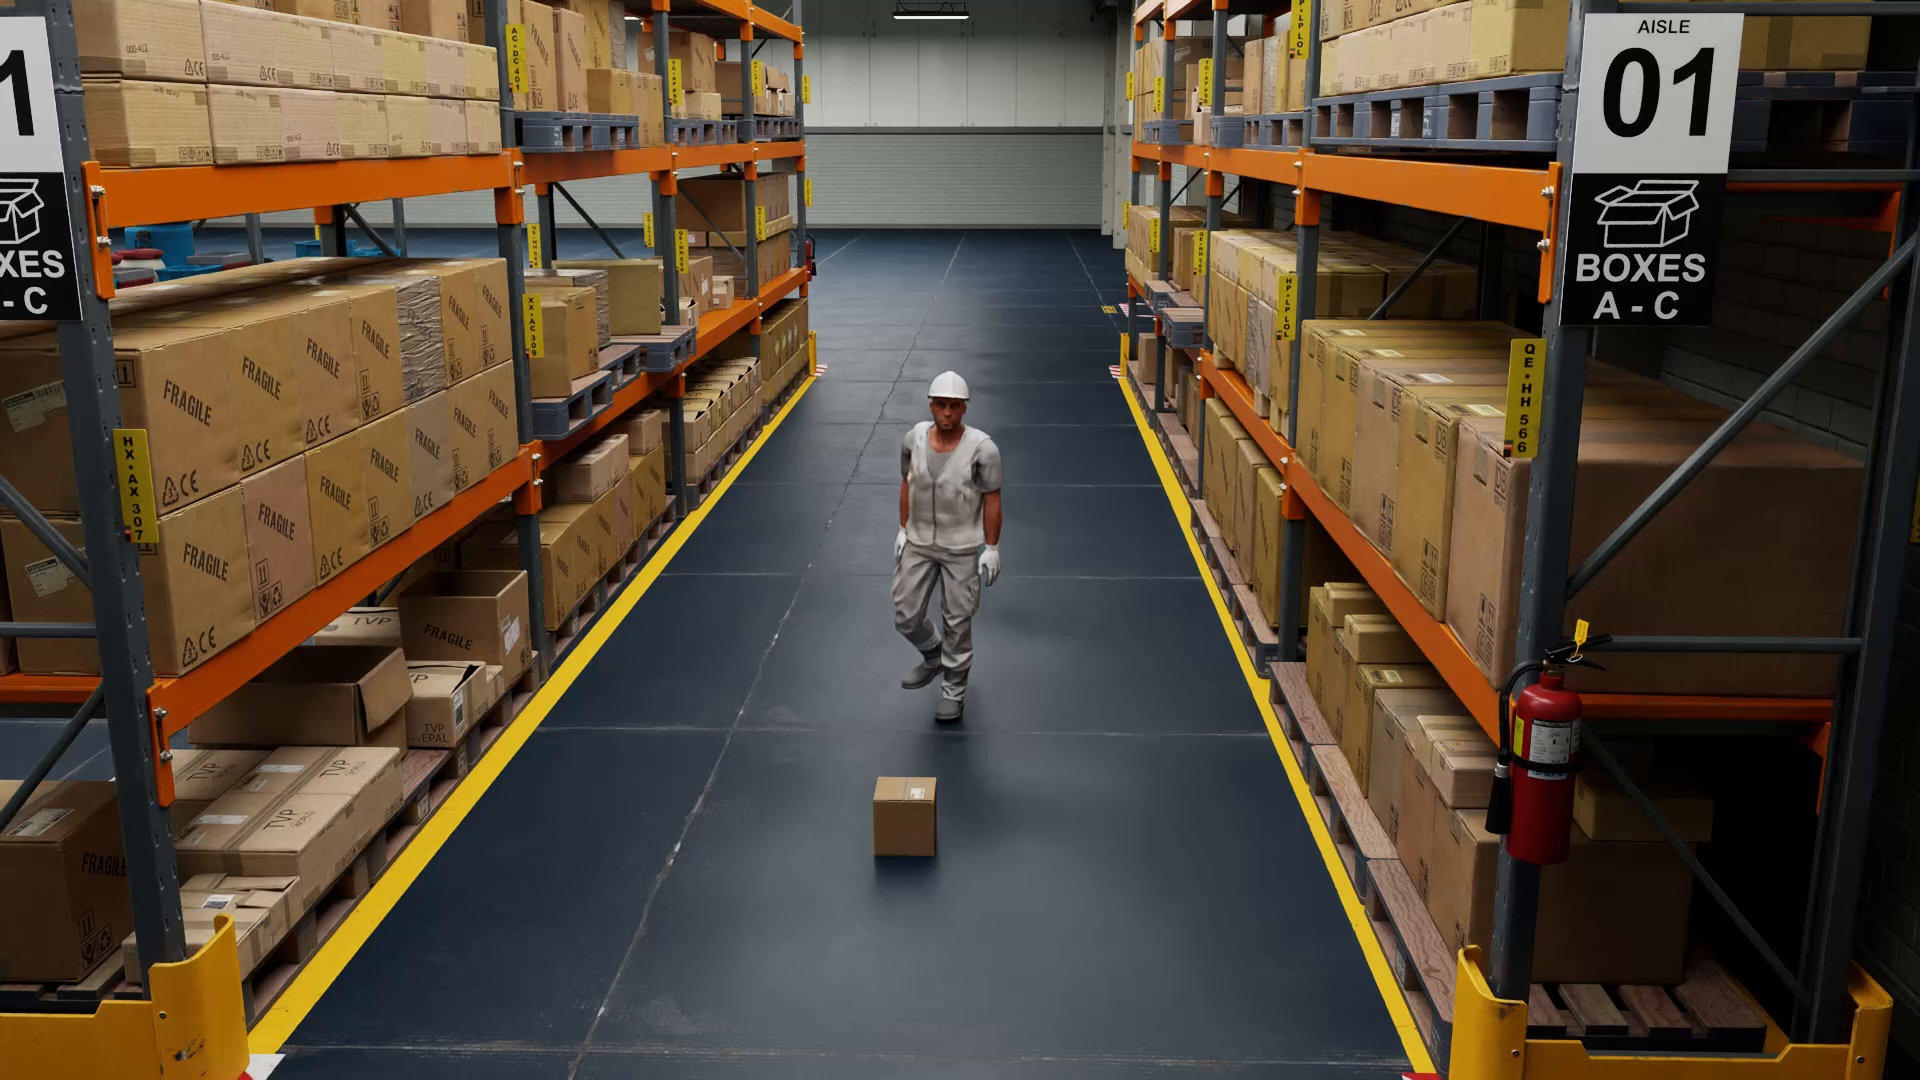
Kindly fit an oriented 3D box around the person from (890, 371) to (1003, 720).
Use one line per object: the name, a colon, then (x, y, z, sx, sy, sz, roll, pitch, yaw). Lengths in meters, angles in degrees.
person: (-0.064, 0.027, 8.302, 0.587, 1.780, 0.538, 5, 14, 18)
